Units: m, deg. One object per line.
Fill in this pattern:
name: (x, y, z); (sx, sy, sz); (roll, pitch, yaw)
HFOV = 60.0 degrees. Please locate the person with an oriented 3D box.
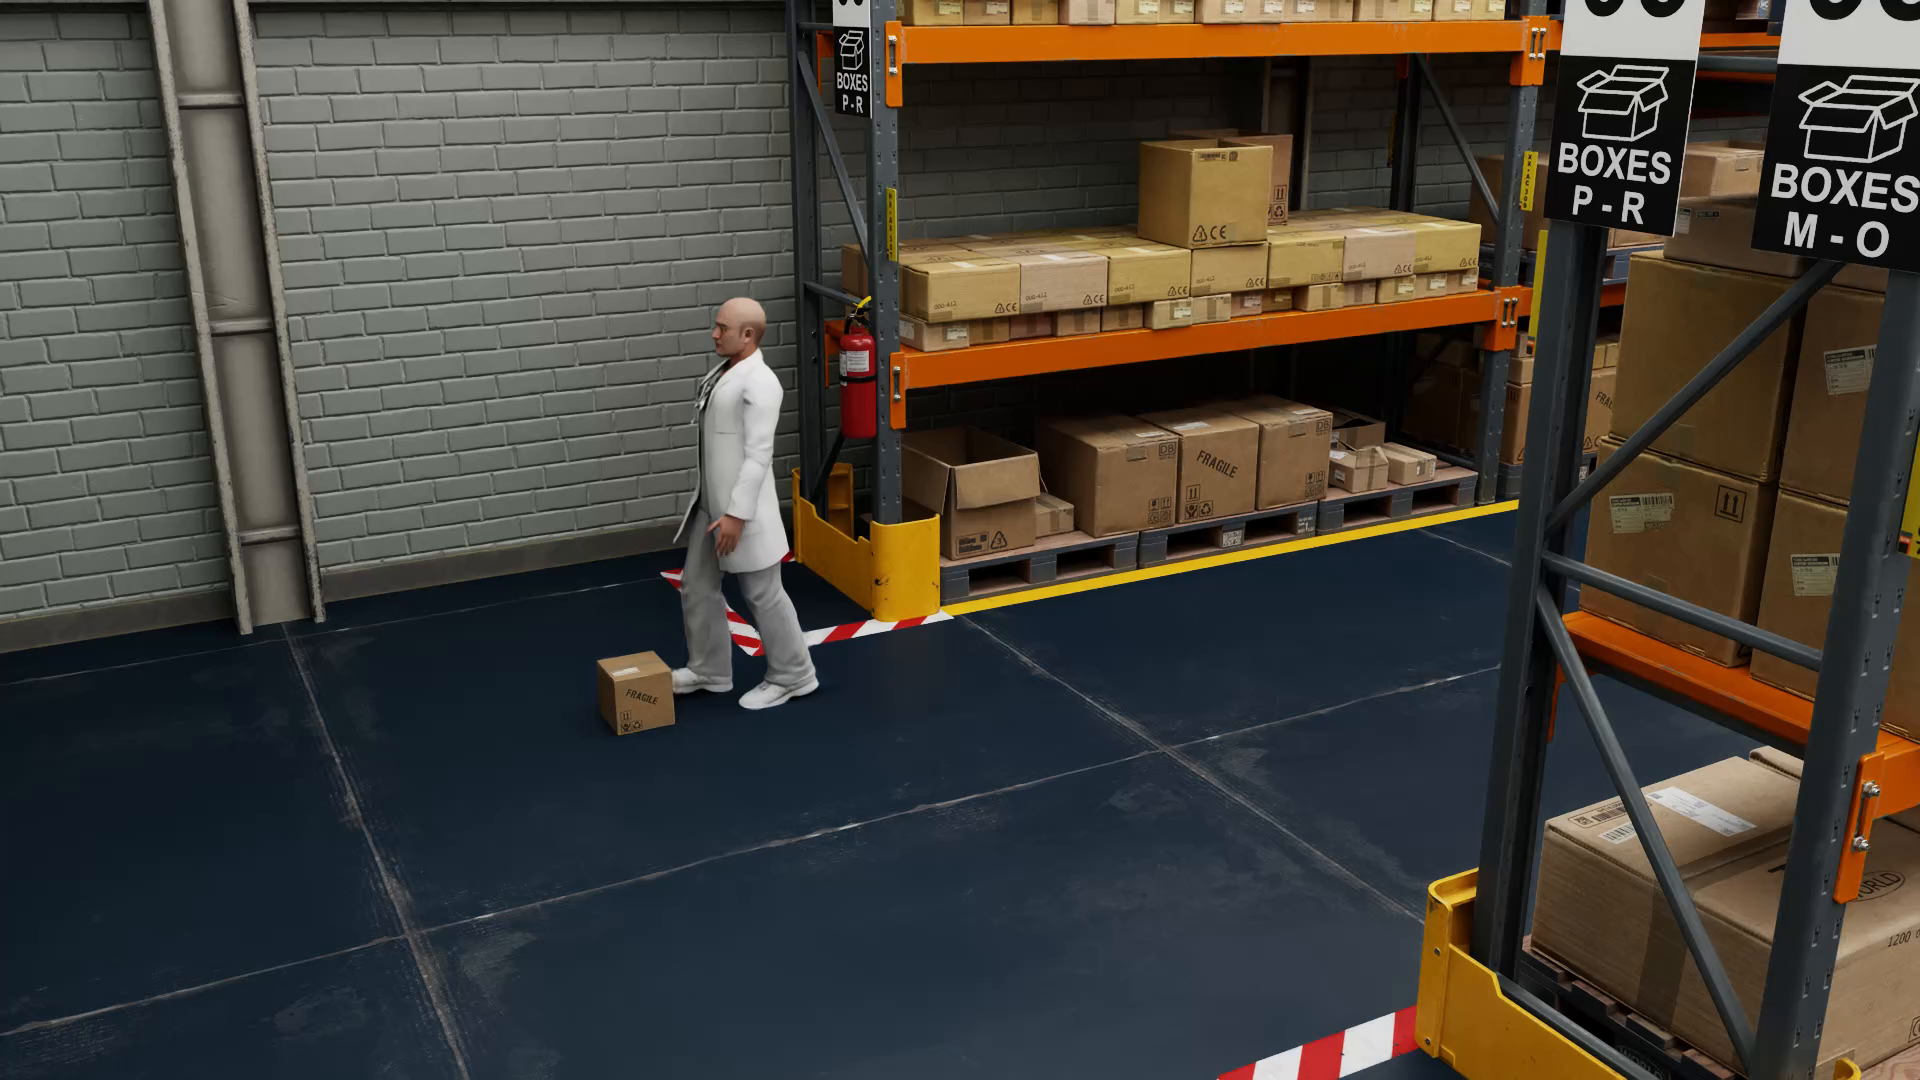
person: (-0.971, -0.123, 7.033); (0.688, 1.759, 0.569); (-9, 20, -26)
